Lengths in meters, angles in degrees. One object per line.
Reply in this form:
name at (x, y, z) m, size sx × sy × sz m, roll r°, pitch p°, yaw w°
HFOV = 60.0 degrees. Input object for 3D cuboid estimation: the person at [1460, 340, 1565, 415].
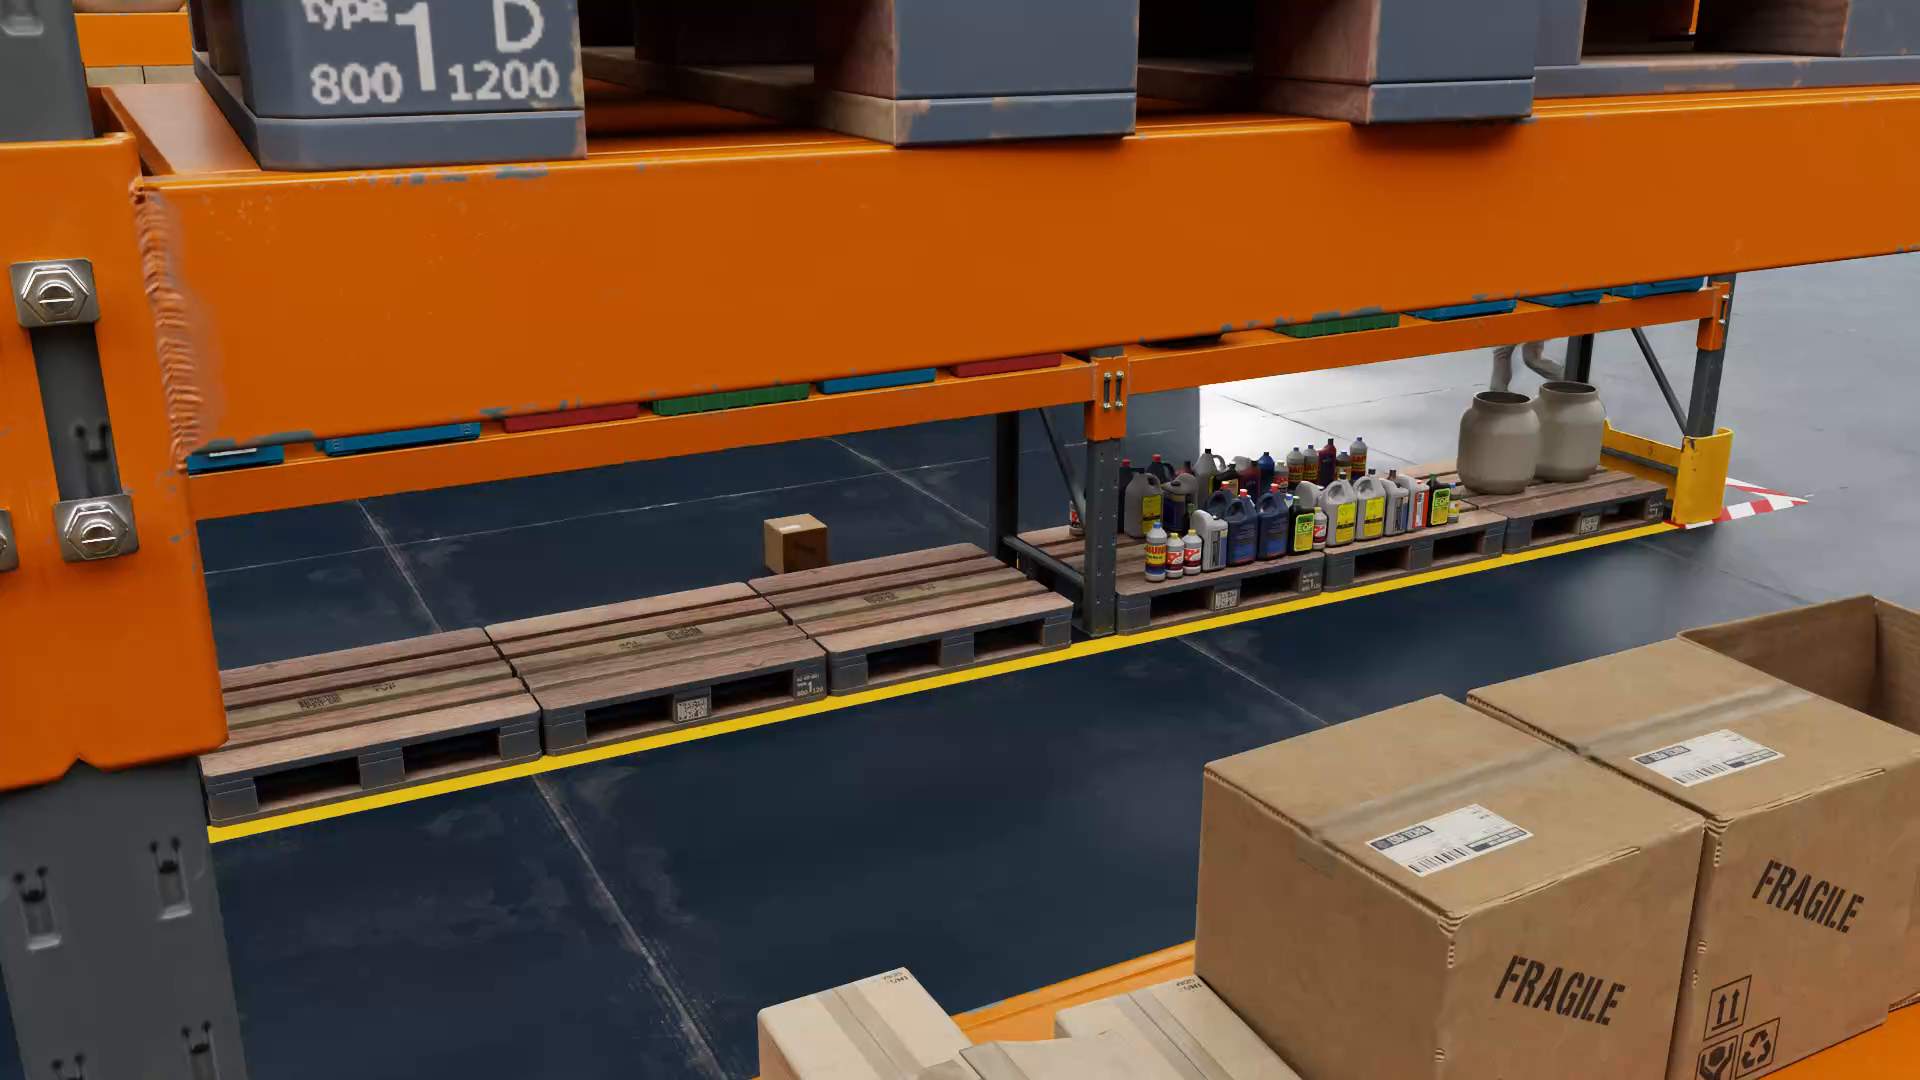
person at (3.843, -1.525, 11.090) m, size 0.840 × 1.539 × 0.460 m, roll 2°, pitch 19°, yaw 7°
